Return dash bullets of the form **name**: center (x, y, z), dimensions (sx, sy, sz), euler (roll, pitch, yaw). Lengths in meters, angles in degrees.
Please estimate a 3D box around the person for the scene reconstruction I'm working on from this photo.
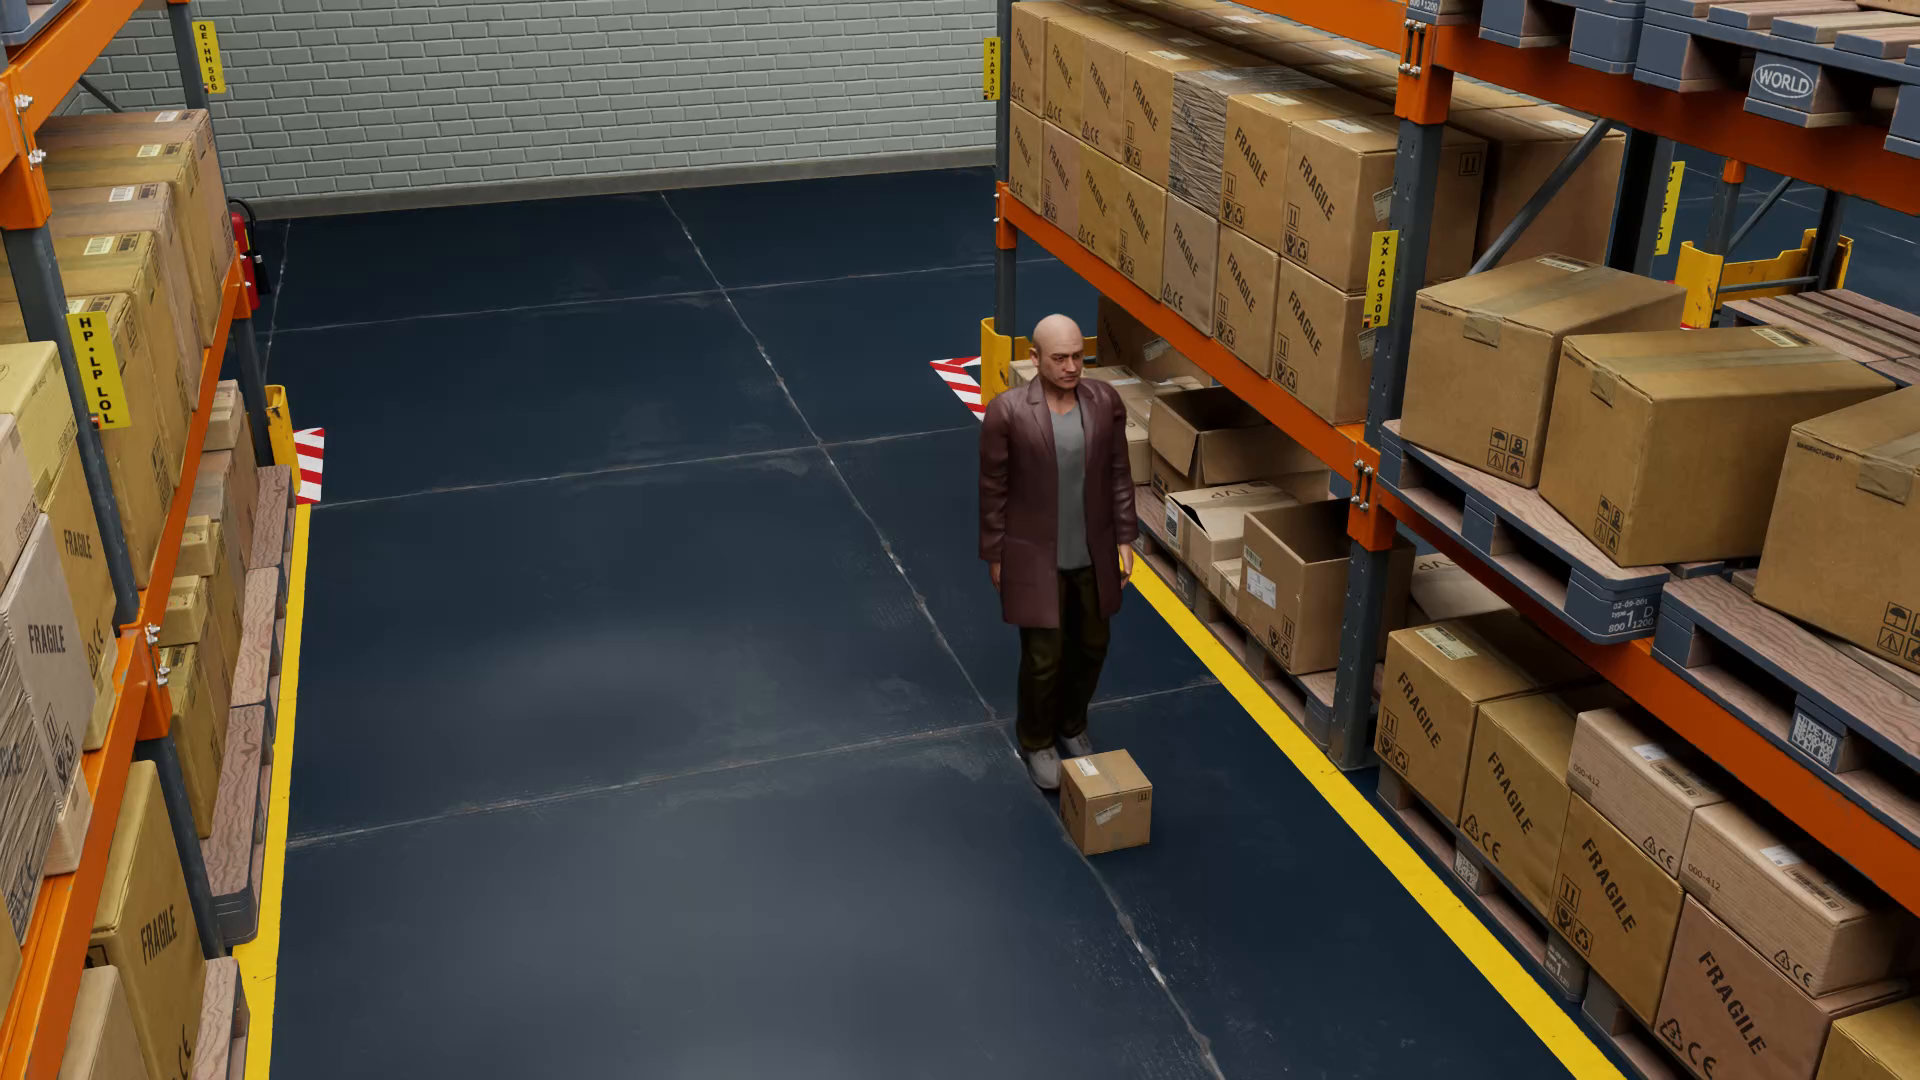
- **person**: center (0.375, 0.076, 6.062), dimensions (0.596, 1.822, 0.482), euler (-8, 27, -17)
